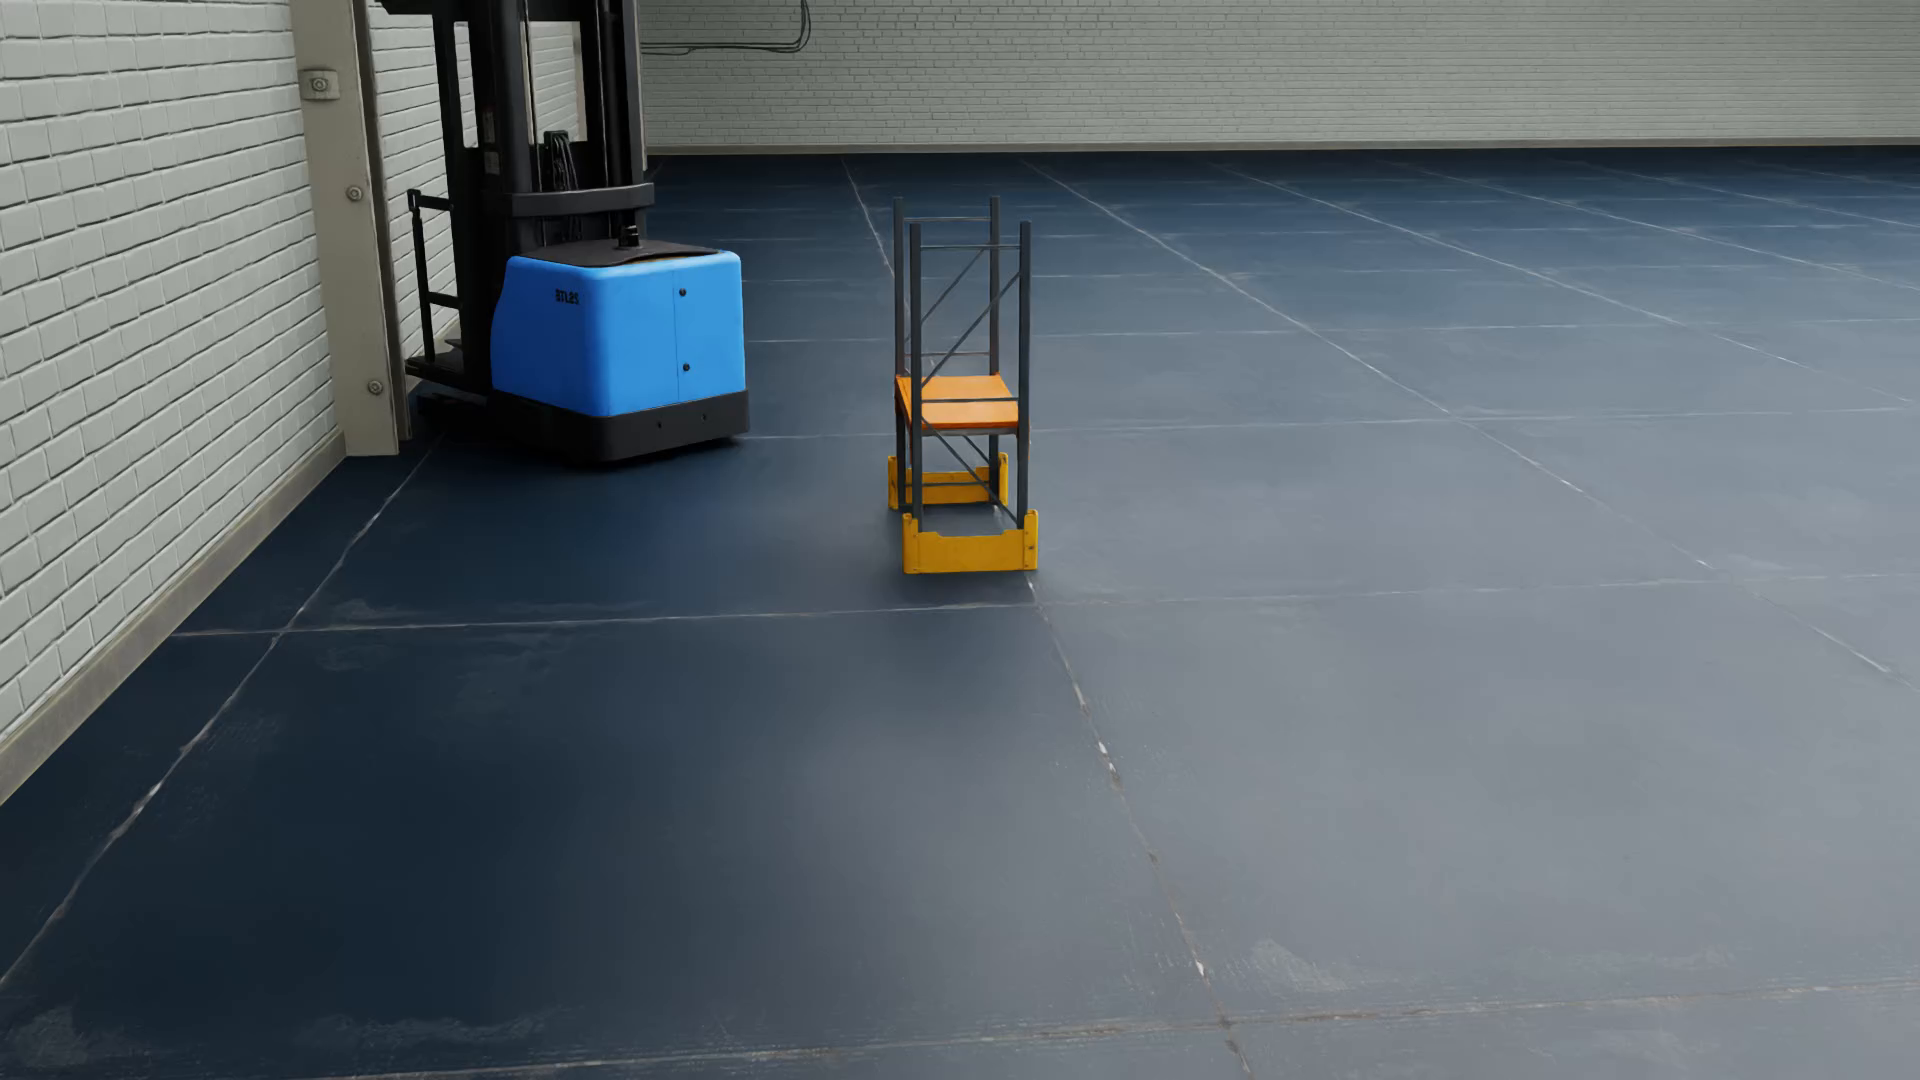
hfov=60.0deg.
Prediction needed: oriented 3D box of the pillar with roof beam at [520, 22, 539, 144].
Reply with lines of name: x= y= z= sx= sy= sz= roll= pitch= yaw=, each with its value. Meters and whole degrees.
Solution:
pillar with roof beam: x=0.384 y=-6.739 z=14.119 sx=9.100 sy=9.000 sz=0.400 roll=-2 pitch=18 yaw=-6

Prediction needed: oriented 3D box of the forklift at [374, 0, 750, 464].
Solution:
forklift: x=-2.595 y=-2.159 z=9.661 sx=3.031 sy=2.935 sz=1.130 roll=16 pitch=24 yaw=42

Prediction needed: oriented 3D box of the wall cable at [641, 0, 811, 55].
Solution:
wall cable: x=-4.124 y=-9.618 z=28.474 sx=3.097 sy=2.526 sz=0.112 roll=-2 pitch=18 yaw=-6

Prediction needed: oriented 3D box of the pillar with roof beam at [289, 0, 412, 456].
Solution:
pillar with roof beam: x=1.003 y=-4.951 z=8.425 sx=9.100 sy=9.000 sz=0.400 roll=-2 pitch=18 yaw=-6

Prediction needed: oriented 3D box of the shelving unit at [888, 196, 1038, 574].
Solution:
shelving unit: x=-0.008 y=-0.738 z=7.525 sx=0.587 sy=1.500 sz=1.083 roll=-2 pitch=18 yaw=-6

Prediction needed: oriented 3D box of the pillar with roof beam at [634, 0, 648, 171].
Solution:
pillar with roof beam: x=-0.854 y=-10.314 z=25.507 sx=9.100 sy=9.000 sz=0.400 roll=-2 pitch=18 yaw=-6

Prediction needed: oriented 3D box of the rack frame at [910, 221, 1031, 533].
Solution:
rack frame: x=0.044 y=-0.590 z=7.051 sx=0.500 sy=1.500 sz=0.032 roll=-2 pitch=18 yaw=-6

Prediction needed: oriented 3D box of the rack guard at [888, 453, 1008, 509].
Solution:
rack guard: x=-0.059 y=-0.290 z=8.185 sx=0.587 sy=0.250 sz=0.087 roll=-2 pitch=18 yaw=-6

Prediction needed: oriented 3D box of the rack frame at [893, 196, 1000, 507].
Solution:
rack frame: x=-0.061 y=-0.892 z=8.016 sx=0.500 sy=1.500 sz=0.032 roll=-2 pitch=18 yaw=-6

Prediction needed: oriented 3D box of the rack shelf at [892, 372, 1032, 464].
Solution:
rack shelf: x=-0.009 y=-0.569 z=7.587 sx=0.538 sy=0.185 sz=1.000 roll=-2 pitch=18 yaw=-6

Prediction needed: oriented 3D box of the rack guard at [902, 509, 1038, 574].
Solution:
rack guard: x=0.044 y=0.006 z=7.239 sx=0.587 sy=0.250 sz=0.087 roll=-2 pitch=18 yaw=-6

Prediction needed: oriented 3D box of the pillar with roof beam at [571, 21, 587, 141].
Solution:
pillar with roof beam: x=-0.235 y=-8.526 z=19.813 sx=9.100 sy=9.000 sz=0.400 roll=-2 pitch=18 yaw=-6
